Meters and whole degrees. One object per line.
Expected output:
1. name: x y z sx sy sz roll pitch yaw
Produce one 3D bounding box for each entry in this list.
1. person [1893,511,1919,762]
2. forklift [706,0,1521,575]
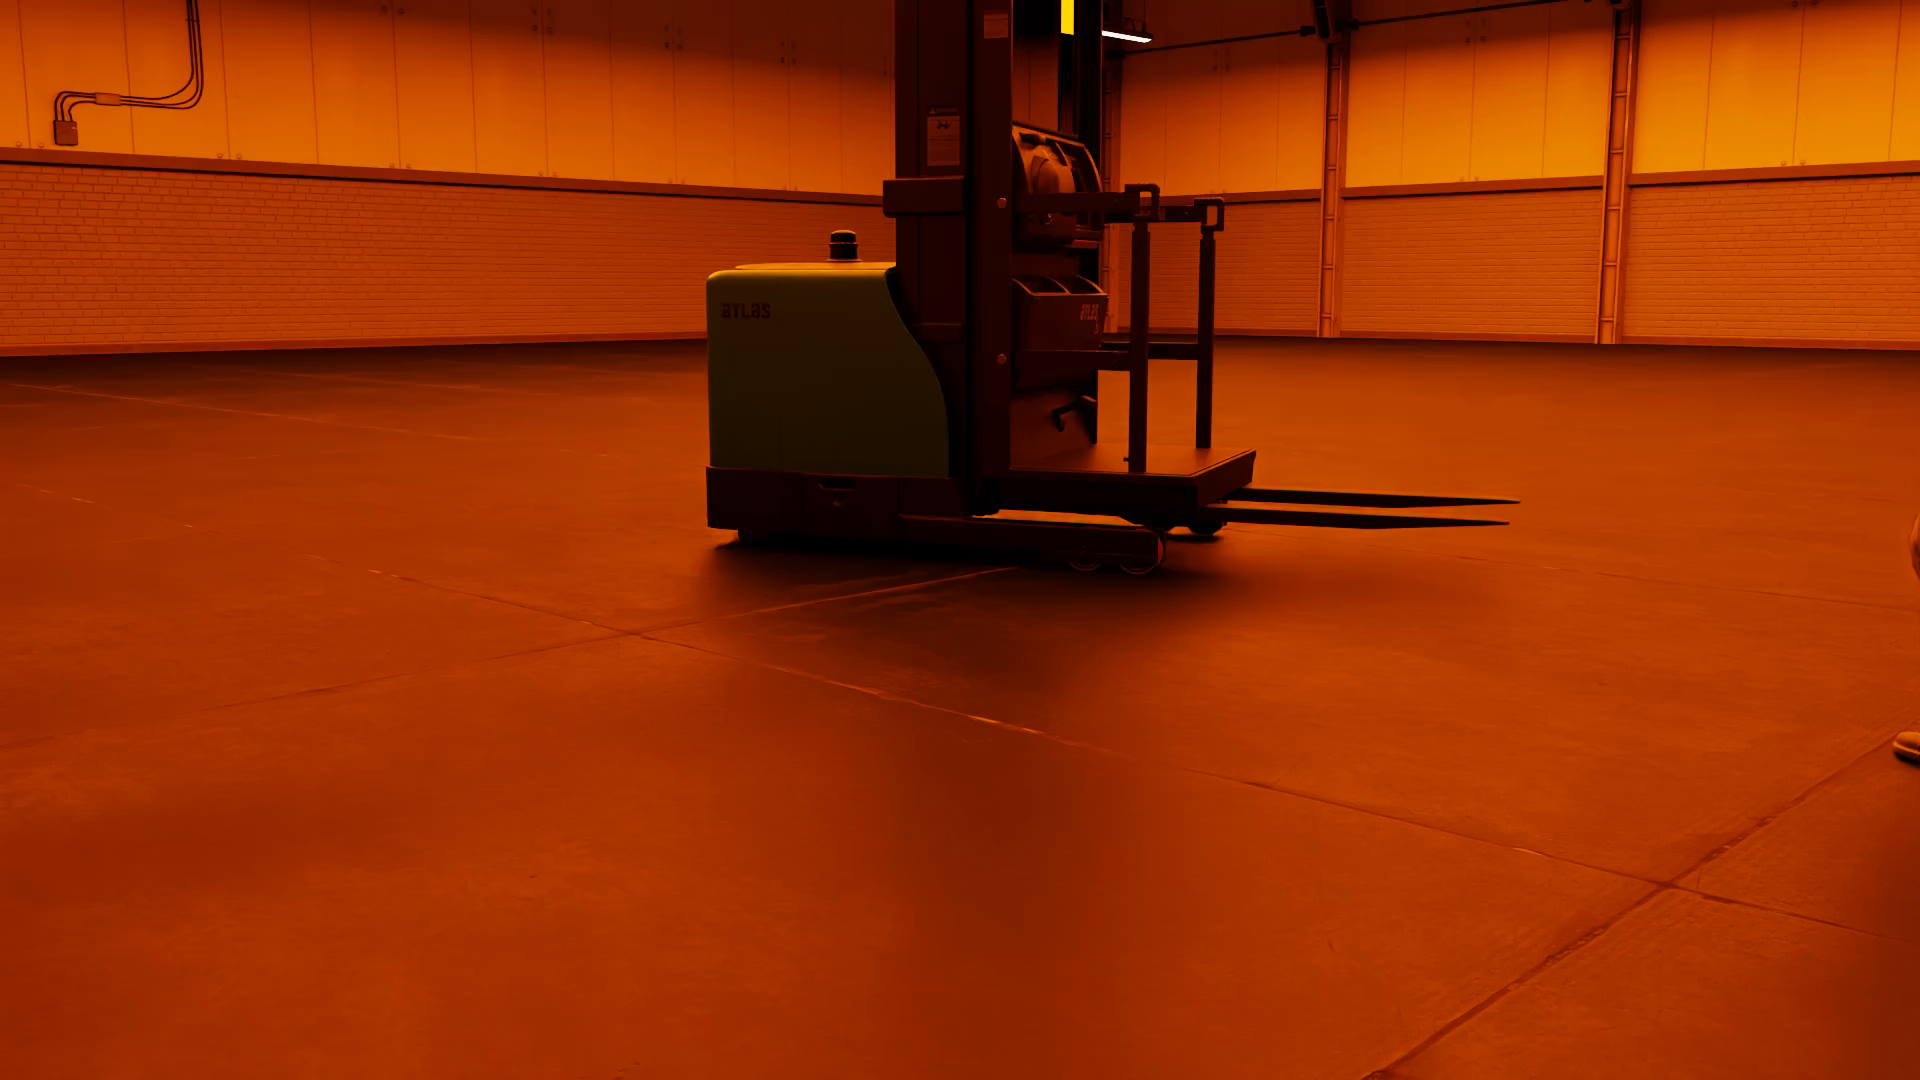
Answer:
1. person: 2.427 -0.309 3.555 0.812 1.650 0.441 -4 9 -24
2. forklift: 0.565 -1.416 6.275 3.031 2.935 1.130 3 9 22
